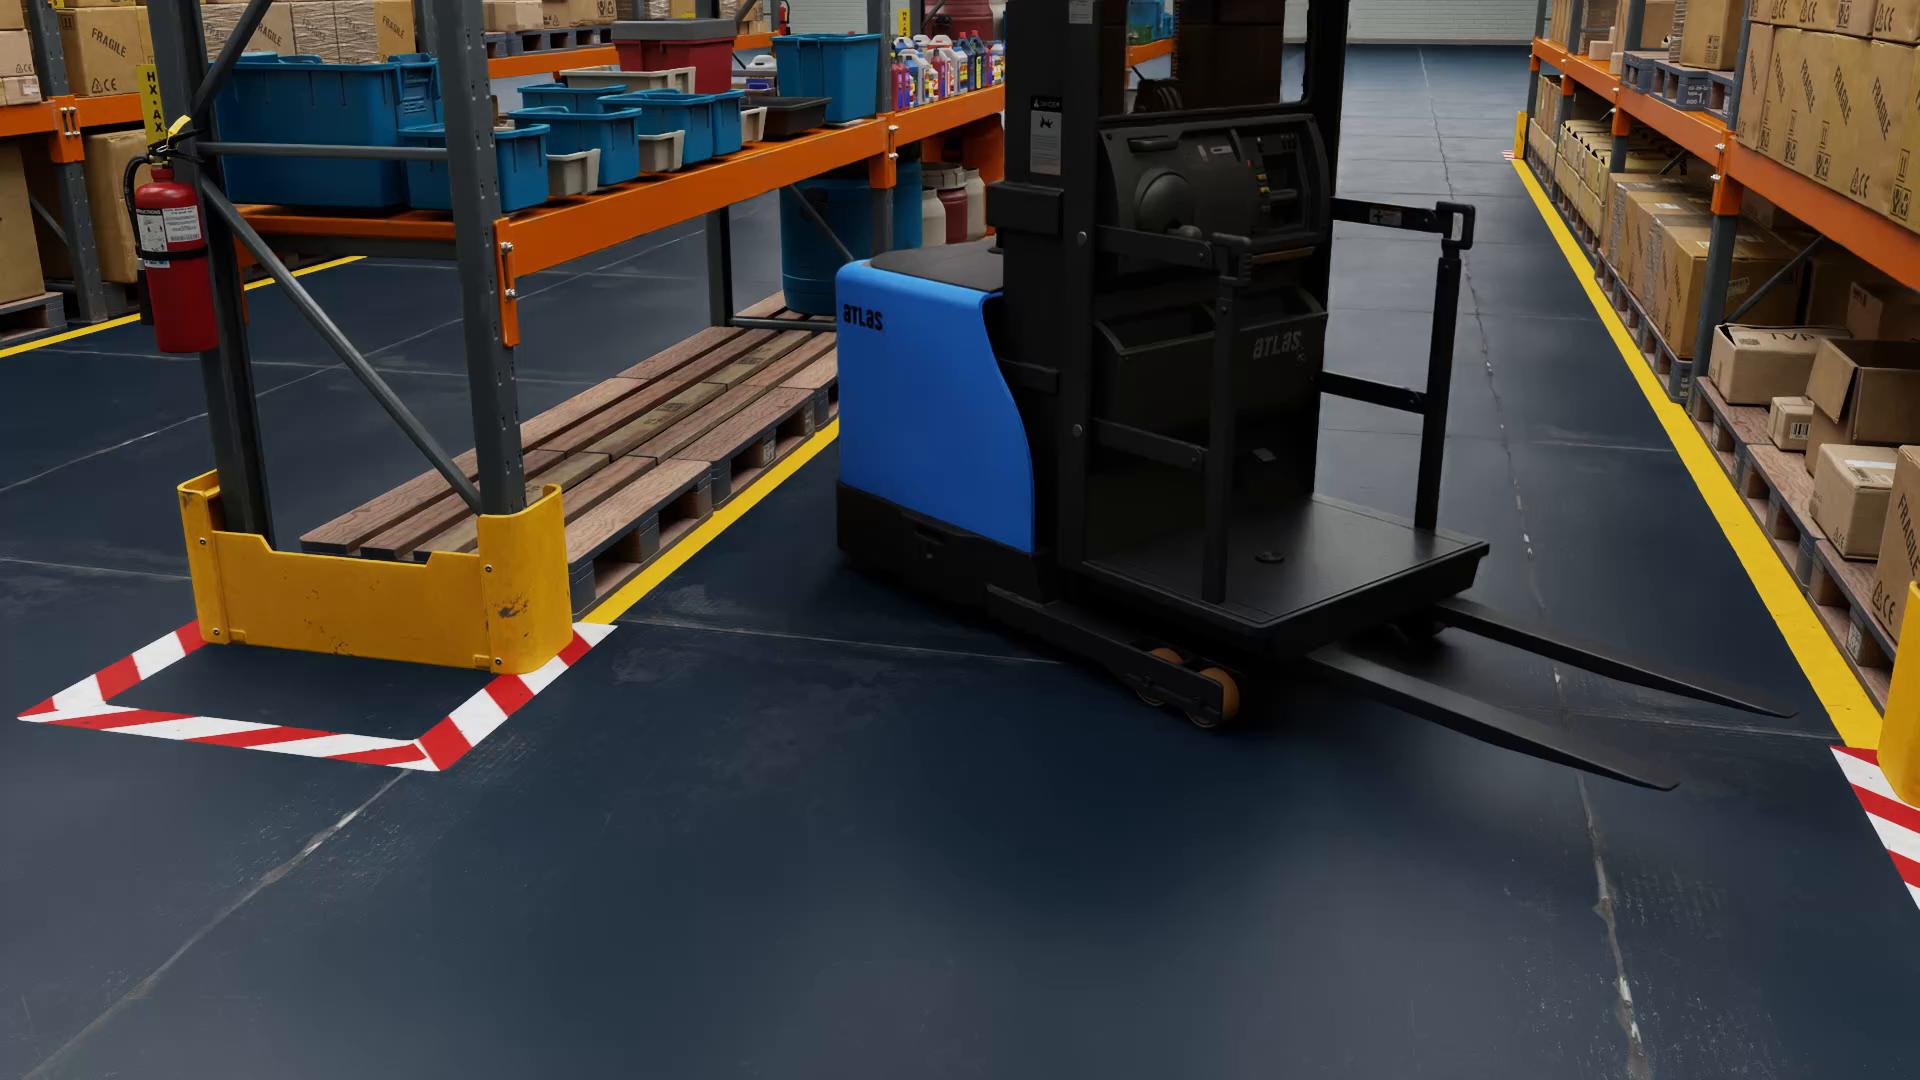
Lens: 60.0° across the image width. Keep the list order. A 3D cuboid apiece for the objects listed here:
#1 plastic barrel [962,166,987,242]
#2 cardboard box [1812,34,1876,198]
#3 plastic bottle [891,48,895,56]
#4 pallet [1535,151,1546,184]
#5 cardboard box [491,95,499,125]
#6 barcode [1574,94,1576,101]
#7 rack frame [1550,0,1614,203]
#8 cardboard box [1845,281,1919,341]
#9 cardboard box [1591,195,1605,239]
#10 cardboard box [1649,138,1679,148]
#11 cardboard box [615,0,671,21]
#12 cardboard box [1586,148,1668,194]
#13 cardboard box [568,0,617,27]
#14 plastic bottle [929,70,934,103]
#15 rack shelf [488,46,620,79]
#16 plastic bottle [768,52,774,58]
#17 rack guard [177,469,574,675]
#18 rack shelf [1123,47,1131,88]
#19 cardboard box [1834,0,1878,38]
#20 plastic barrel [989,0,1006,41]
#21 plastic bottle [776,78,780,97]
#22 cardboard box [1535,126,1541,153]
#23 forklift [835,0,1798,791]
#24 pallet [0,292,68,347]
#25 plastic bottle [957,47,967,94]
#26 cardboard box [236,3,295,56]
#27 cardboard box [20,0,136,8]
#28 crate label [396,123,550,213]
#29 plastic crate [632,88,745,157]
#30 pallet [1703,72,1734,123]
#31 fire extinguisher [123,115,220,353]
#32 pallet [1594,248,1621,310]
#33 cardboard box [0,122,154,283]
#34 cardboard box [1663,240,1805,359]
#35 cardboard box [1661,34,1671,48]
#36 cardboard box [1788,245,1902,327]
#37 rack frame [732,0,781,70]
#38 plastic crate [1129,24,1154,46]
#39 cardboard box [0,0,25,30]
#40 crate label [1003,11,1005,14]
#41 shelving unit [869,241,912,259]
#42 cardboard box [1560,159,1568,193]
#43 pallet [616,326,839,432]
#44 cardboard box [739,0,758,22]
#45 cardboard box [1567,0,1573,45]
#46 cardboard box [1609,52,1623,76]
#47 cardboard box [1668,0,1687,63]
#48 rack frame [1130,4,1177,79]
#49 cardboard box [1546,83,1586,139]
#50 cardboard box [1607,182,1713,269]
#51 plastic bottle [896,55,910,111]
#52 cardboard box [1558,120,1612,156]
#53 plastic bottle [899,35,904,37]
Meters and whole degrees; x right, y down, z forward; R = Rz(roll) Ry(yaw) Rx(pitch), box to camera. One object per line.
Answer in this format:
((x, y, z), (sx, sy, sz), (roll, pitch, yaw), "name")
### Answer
((-0.024, -2.307, 11.501), (0.421, 0.512, 0.421), (0, 19, 0), "plastic barrel")
((3.198, -1.411, 5.522), (0.500, 0.500, 0.500), (4, 19, 13), "cardboard box")
((-0.490, -3.037, 10.514), (0.144, 0.351, 0.185), (5, 19, 13), "plastic bottle")
((6.441, -3.796, 16.974), (1.003, 0.211, 1.213), (5, 19, 13), "pallet")
((-4.418, -3.775, 14.626), (0.500, 0.250, 0.500), (7, 20, 20), "cardboard box")
((5.444, -3.918, 14.720), (0.001, 0.075, 0.075), (5, 19, 13), "barcode")
((5.910, -4.486, 14.680), (1.000, 3.000, 0.127), (5, 19, 13), "rack frame")
((4.091, -0.803, 7.084), (0.500, 0.500, 0.500), (5, 19, 13), "cardboard box")
((4.825, -2.314, 11.925), (0.500, 0.250, 0.500), (5, 20, 15), "cardboard box")
((5.718, -3.022, 13.132), (0.500, 0.311, 0.500), (4, 19, 13), "cardboard box")
((-3.525, -5.594, 17.309), (0.875, 0.500, 0.500), (5, 19, 13), "cardboard box")
((4.943, -2.742, 12.312), (0.500, 0.311, 0.500), (4, 19, 13), "cardboard box")
((-4.025, -5.514, 16.113), (1.000, 1.000, 1.000), (5, 19, 14), "cardboard box")
((-0.196, -2.571, 9.382), (0.097, 0.201, 0.097), (0, 19, 0), "plastic bottle")
((-4.184, -4.302, 15.255), (1.077, 0.370, 4.000), (5, 19, 13), "rack shelf")
((-1.052, -2.541, 9.166), (0.061, 0.283, 0.133), (5, 19, 13), "plastic bottle")
((-1.817, 0.074, 5.196), (1.175, 0.500, 0.348), (5, 19, 13), "rack guard")
((0.619, -3.911, 14.110), (1.077, 0.370, 4.000), (5, 19, 13), "rack shelf")
((3.191, -1.889, 5.375), (0.500, 0.500, 0.500), (5, 20, 15), "cardboard box")
((0.175, -4.017, 13.134), (0.421, 0.512, 0.421), (0, 19, 0), "plastic barrel")
((-0.938, -2.422, 8.945), (0.097, 0.201, 0.097), (0, 19, 0), "plastic bottle")
((6.299, -4.173, 17.368), (0.500, 0.250, 0.500), (5, 19, 13), "cardboard box")
((0.900, -1.045, 4.713), (1.130, 2.935, 3.031), (-15, 24, -38), "forklift")
((-5.911, -1.210, 9.404), (1.003, 0.211, 1.213), (5, 19, 13), "pallet")
((-0.003, -2.852, 10.097), (0.097, 0.271, 0.097), (0, 19, 0), "plastic bottle")
((-4.929, -3.411, 11.377), (0.500, 0.500, 0.500), (5, 19, 14), "cardboard box")
((-5.502, -3.485, 10.043), (0.797, 0.503, 0.637), (4, 19, 12), "cardboard box")
((-1.445, -1.118, 4.985), (0.416, 0.233, 0.303), (5, 19, 13), "crate label")
((-1.050, -1.624, 6.469), (0.416, 0.233, 0.300), (5, 19, 13), "plastic crate")
((4.257, -2.129, 8.078), (1.003, 0.211, 1.213), (5, 19, 13), "pallet")
((-2.302, -0.893, 4.857), (0.296, 0.674, 0.183), (5, 19, 13), "fire extinguisher")
((4.714, -1.682, 10.784), (1.003, 0.211, 1.213), (5, 19, 13), "pallet")
((-5.513, -2.157, 10.501), (1.225, 0.875, 0.875), (5, 19, 14), "cardboard box")
((3.798, -1.181, 8.191), (0.500, 0.500, 0.500), (5, 19, 13), "cardboard box")
((5.064, -3.301, 11.348), (0.500, 0.311, 0.500), (6, 20, 17), "cardboard box")
((4.310, -1.136, 8.060), (0.500, 0.500, 0.500), (4, 19, 11), "cardboard box")
((-2.718, -6.523, 20.645), (1.000, 3.000, 0.127), (5, 19, 13), "rack frame")
((1.713, -5.181, 17.044), (0.450, 0.188, 0.662), (5, 19, 13), "plastic crate")
((-5.503, -3.021, 9.004), (0.500, 0.500, 0.500), (5, 20, 15), "cardboard box")
((0.635, -3.931, 13.002), (0.502, 0.435, 0.616), (5, 19, 13), "crate label")
((-0.177, -0.566, 6.221), (0.215, 1.050, 0.252), (11, 22, 30), "shelving unit")
((5.445, -3.116, 14.275), (0.500, 0.250, 0.500), (5, 20, 15), "cardboard box")
((-0.989, -0.818, 8.255), (1.003, 0.211, 1.213), (5, 19, 13), "pallet")
((-2.885, -6.375, 19.596), (0.875, 0.500, 0.500), (5, 19, 13), "cardboard box")
((6.261, -4.996, 16.018), (0.700, 0.500, 0.500), (5, 19, 14), "cardboard box")
((4.885, -3.417, 11.940), (0.380, 0.149, 0.250), (5, 19, 13), "cardboard box")
((4.480, -3.000, 9.527), (0.700, 0.500, 0.500), (9, 21, 24), "cardboard box")
((2.085, -6.132, 19.500), (1.000, 3.000, 0.127), (5, 19, 13), "rack frame")
((6.063, -4.214, 16.328), (0.500, 0.500, 0.500), (5, 19, 13), "cardboard box")
((4.422, -1.973, 10.509), (0.500, 0.500, 0.500), (4, 19, 11), "cardboard box")
((-0.311, -2.439, 8.867), (0.061, 0.283, 0.133), (5, 19, 13), "plastic bottle")
((5.568, -3.539, 14.645), (0.500, 0.311, 0.500), (5, 19, 14), "cardboard box")
((-0.413, -3.360, 11.564), (0.061, 0.283, 0.133), (5, 19, 13), "plastic bottle")
